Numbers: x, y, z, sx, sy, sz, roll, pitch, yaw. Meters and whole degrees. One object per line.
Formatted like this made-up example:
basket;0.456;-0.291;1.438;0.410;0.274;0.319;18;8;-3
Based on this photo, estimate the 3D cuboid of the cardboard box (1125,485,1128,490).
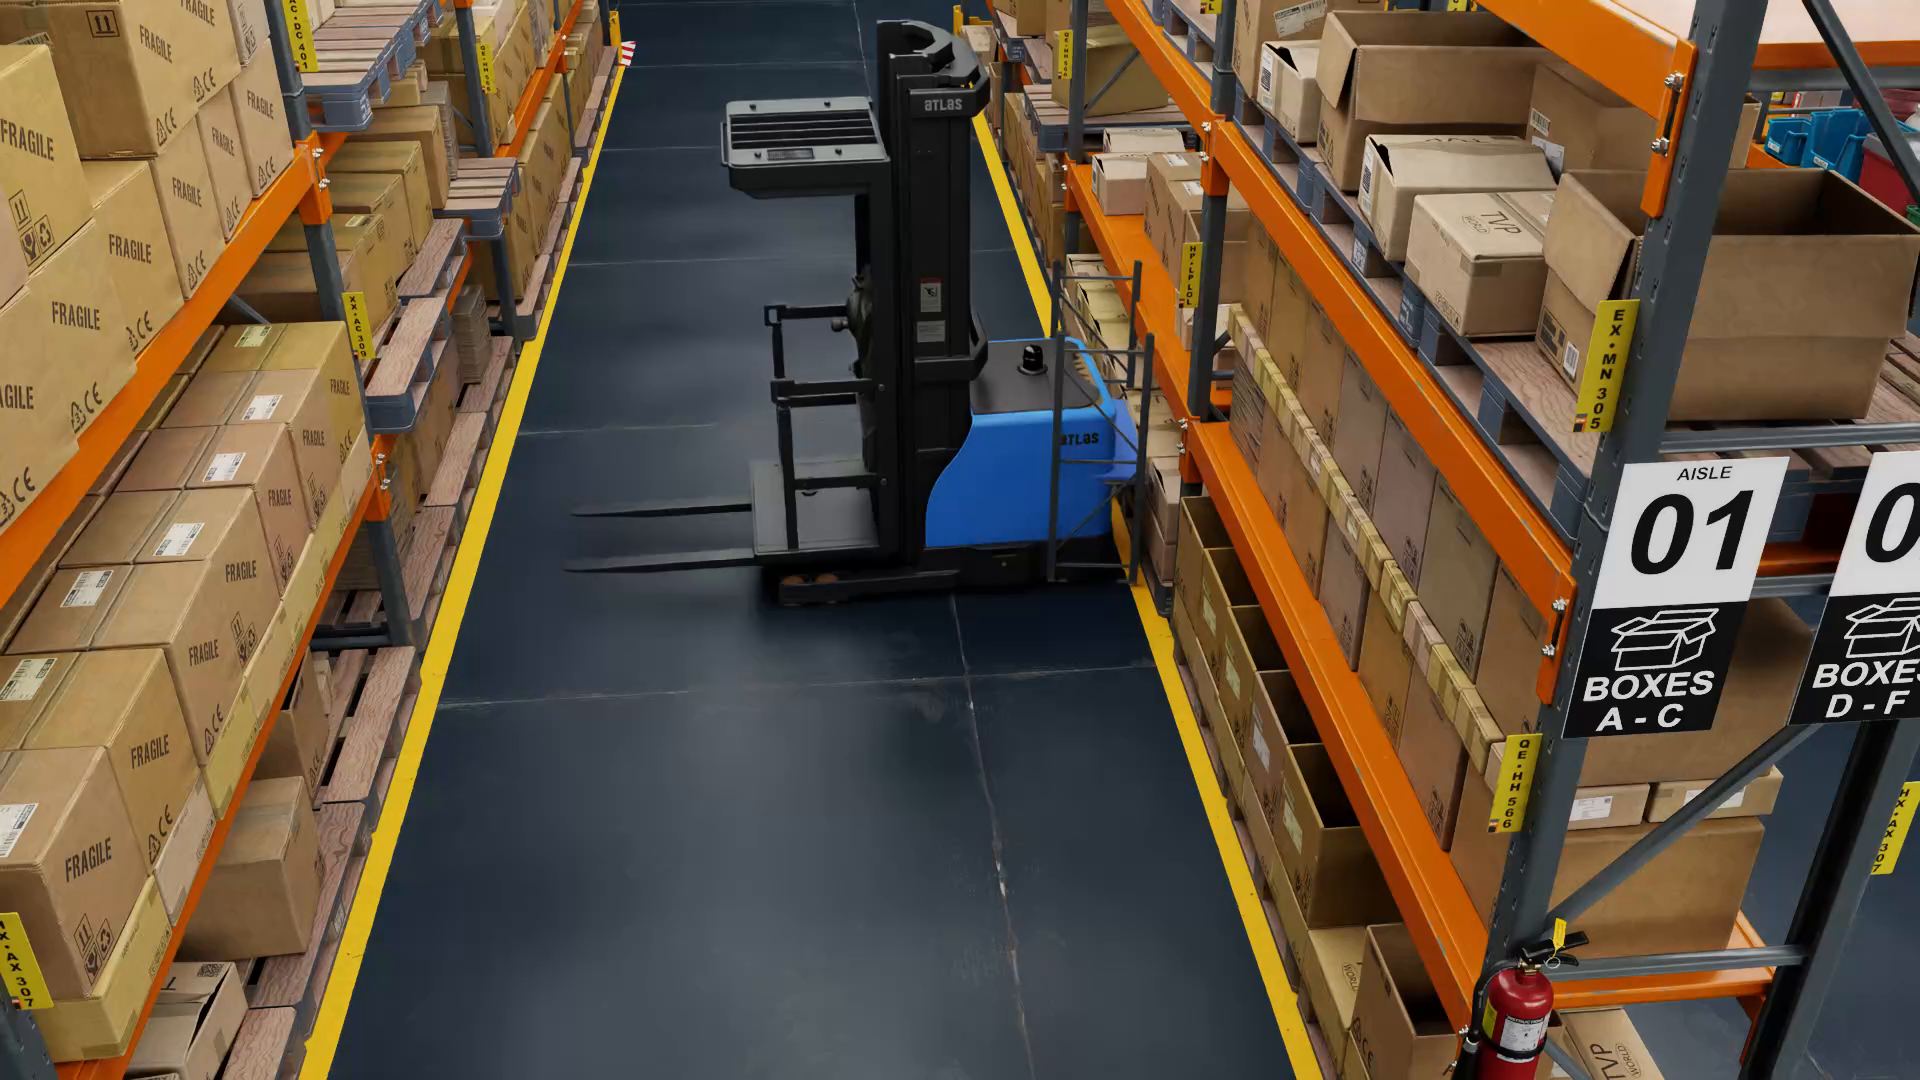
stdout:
cardboard box;1.212;-0.535;9.993;0.500;0.250;0.500;-2;31;-3

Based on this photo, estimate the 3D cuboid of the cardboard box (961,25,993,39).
cardboard box;0.209;-5.679;18.684;0.380;0.149;0.250;-3;31;-5

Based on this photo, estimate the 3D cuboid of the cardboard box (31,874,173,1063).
cardboard box;-2.654;1.255;4.851;0.500;0.250;0.500;-4;31;-6

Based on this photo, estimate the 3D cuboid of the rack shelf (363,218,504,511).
rack shelf;-3.485;-1.291;9.688;1.077;0.370;4.000;-3;31;-5

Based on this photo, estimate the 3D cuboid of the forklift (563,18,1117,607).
forklift;-0.706;-1.178;8.864;3.031;2.935;1.130;-4;31;-7

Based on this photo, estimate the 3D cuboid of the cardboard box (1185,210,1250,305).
cardboard box;1.528;-1.523;9.277;0.500;0.500;0.500;-1;31;-1

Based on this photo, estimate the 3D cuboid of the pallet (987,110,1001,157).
pallet;0.823;-4.056;16.335;1.003;0.211;1.213;-3;31;-5

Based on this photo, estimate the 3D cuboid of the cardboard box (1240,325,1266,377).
cardboard box;1.489;-0.865;7.543;0.380;0.149;0.250;-2;31;-4

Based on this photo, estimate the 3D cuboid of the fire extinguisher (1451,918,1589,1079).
fire extinguisher;1.555;1.340;4.657;0.296;0.674;0.183;-3;31;-5

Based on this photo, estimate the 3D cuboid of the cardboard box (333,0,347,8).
cardboard box;-3.385;-3.002;8.419;0.500;0.500;0.500;-4;31;-6

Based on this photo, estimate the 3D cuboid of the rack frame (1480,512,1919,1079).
rack frame;2.007;1.224;4.775;1.000;3.000;0.127;-3;31;-5

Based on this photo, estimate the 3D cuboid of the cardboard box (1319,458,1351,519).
cardboard box;1.614;-0.202;6.434;0.380;0.149;0.250;-3;31;-5

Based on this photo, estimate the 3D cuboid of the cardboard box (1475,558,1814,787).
cardboard box;1.971;0.358;4.862;0.700;0.500;0.500;-3;31;-4

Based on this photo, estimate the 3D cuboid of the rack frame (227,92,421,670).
rack frame;-3.298;-0.579;7.794;1.000;3.000;0.127;-3;31;-5

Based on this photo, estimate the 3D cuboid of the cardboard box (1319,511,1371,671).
cardboard box;1.829;0.152;6.473;0.700;0.500;0.500;-2;31;-3

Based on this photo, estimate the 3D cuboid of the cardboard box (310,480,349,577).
cardboard box;-2.914;-0.041;7.020;0.500;0.250;0.500;-3;31;-4

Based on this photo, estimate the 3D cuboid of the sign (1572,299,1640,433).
sign;1.465;-0.391;3.768;0.100;0.325;0.005;-3;31;-5

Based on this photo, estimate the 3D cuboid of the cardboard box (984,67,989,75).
cardboard box;0.480;-4.597;16.714;0.500;0.311;0.500;-3;31;-5

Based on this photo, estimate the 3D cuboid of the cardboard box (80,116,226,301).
cardboard box;-2.881;-1.132;5.678;0.500;0.500;0.500;-4;31;-7

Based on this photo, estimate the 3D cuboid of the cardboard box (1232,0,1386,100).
cardboard box;1.418;-2.119;6.804;0.500;0.500;0.500;0;31;-1

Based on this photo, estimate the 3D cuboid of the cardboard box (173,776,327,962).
cardboard box;-2.972;1.322;6.620;0.700;0.500;0.500;-5;31;-8

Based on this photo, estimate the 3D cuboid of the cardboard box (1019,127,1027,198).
cardboard box;0.788;-3.232;14.245;0.500;0.500;0.500;-2;31;-4

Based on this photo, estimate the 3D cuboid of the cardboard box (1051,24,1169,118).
cardboard box;1.088;-3.400;12.009;0.700;0.500;0.500;-13;33;-21

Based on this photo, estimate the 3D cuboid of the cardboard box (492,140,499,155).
cardboard box;-3.487;-2.830;11.788;0.380;0.149;0.250;-2;31;-4

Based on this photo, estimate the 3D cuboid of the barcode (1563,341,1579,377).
barcode;1.498;-0.444;4.077;0.001;0.075;0.075;-3;31;-5

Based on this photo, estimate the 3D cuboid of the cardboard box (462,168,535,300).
cardboard box;-3.610;-2.260;12.296;0.750;0.750;0.750;-3;31;-5

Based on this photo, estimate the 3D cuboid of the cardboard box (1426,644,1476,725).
cardboard box;1.732;0.453;5.337;0.380;0.149;0.250;-3;31;-5

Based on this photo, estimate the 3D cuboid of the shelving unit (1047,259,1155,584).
shelving unit;0.756;-0.674;9.332;0.538;1.500;1.048;1;31;1

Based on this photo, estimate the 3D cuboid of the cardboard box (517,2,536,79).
cardboard box;-3.604;-3.847;12.859;0.500;0.500;0.500;-2;31;-3

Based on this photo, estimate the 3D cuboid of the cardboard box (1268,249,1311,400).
cardboard box;1.729;-0.934;7.026;0.700;0.500;0.500;-3;31;-5

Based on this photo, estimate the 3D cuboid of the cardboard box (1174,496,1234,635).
cardboard box;1.365;0.112;8.178;0.500;0.500;0.500;-3;31;-5

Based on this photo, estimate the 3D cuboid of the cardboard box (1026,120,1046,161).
cardboard box;0.829;-3.315;13.652;0.500;0.250;0.500;-3;31;-6

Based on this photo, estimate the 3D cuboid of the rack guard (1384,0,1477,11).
rack guard;5.429;-6.119;19.506;1.175;0.500;0.348;-3;31;-5

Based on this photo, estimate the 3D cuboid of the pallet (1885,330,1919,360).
pallet;6.225;-1.501;12.057;1.003;0.211;1.213;-3;31;-5

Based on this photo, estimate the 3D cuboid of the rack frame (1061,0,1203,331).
rack frame;1.259;-2.860;11.613;1.000;3.000;0.127;-3;31;-5

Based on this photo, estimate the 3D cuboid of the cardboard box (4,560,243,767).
cardboard box;-2.748;0.422;5.513;0.500;0.500;0.500;-4;31;-6

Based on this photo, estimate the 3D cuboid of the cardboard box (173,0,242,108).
cardboard box;-2.920;-1.824;5.861;0.500;0.500;0.500;-1;31;-2

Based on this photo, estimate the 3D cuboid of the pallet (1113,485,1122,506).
pallet;1.408;-0.620;10.581;1.003;0.211;1.213;-3;31;-5

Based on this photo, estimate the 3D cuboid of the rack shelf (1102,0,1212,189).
rack shelf;1.446;-2.818;9.319;1.077;0.370;4.000;-3;31;-5

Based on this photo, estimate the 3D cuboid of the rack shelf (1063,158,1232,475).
rack shelf;1.446;-1.530;10.088;1.077;0.370;4.000;-3;31;-5

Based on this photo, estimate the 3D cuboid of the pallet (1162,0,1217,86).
pallet;1.538;-2.473;8.227;0.805;0.209;1.217;-4;31;-7

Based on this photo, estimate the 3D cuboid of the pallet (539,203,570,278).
pallet;-3.782;-2.451;13.648;1.003;0.211;1.213;-3;31;-5

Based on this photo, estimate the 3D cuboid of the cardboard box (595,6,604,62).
cardboard box;-4.255;-5.460;17.994;0.700;0.500;0.500;-3;31;-5

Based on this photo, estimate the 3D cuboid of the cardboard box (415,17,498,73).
cardboard box;-3.461;-3.381;11.347;0.500;0.250;0.500;-2;31;-3

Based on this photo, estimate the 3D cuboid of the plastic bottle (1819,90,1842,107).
plastic bottle;6.473;-3.279;12.435;0.152;0.276;0.135;-3;31;-5

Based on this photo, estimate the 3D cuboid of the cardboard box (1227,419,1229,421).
cardboard box;1.801;-0.537;9.450;0.500;0.311;0.500;-3;31;-5

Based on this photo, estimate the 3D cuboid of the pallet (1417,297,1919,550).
pallet;1.967;-0.388;4.635;1.003;0.211;1.213;-3;31;-5

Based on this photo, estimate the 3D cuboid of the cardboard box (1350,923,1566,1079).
cardboard box;1.661;1.643;5.615;0.500;0.500;0.500;-3;31;-5

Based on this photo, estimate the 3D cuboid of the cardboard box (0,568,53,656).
cardboard box;-3.270;0.446;5.474;0.500;0.500;0.500;-4;31;-6

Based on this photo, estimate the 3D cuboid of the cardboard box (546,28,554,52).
cardboard box;-3.685;-4.277;14.211;0.380;0.149;0.250;-2;31;-4

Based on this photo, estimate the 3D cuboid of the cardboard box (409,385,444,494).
cardboard box;-3.490;-0.593;9.827;0.700;0.500;0.500;-2;31;-4

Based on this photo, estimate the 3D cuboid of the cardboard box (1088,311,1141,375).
cardboard box;1.119;-1.291;10.711;0.500;0.311;0.500;-4;31;-6

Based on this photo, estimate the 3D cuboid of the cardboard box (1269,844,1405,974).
cardboard box;1.555;1.455;6.661;0.500;0.250;0.500;-3;31;-5

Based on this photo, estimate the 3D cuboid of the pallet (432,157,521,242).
pallet;-3.500;-2.180;10.662;1.213;0.211;1.003;-3;31;-5

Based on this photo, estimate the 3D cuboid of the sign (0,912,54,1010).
sign;-2.385;1.066;4.197;0.100;0.325;0.005;-3;31;-5

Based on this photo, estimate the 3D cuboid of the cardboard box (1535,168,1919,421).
cardboard box;1.957;-0.642;4.328;0.797;0.503;0.637;-1;31;-1

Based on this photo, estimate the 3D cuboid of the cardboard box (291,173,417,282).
cardboard box;-3.450;-1.692;9.132;0.700;0.500;0.500;1;31;2

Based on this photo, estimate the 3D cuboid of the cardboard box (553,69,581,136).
cardboard box;-4.014;-4.157;15.813;0.700;0.500;0.500;-2;31;-4
